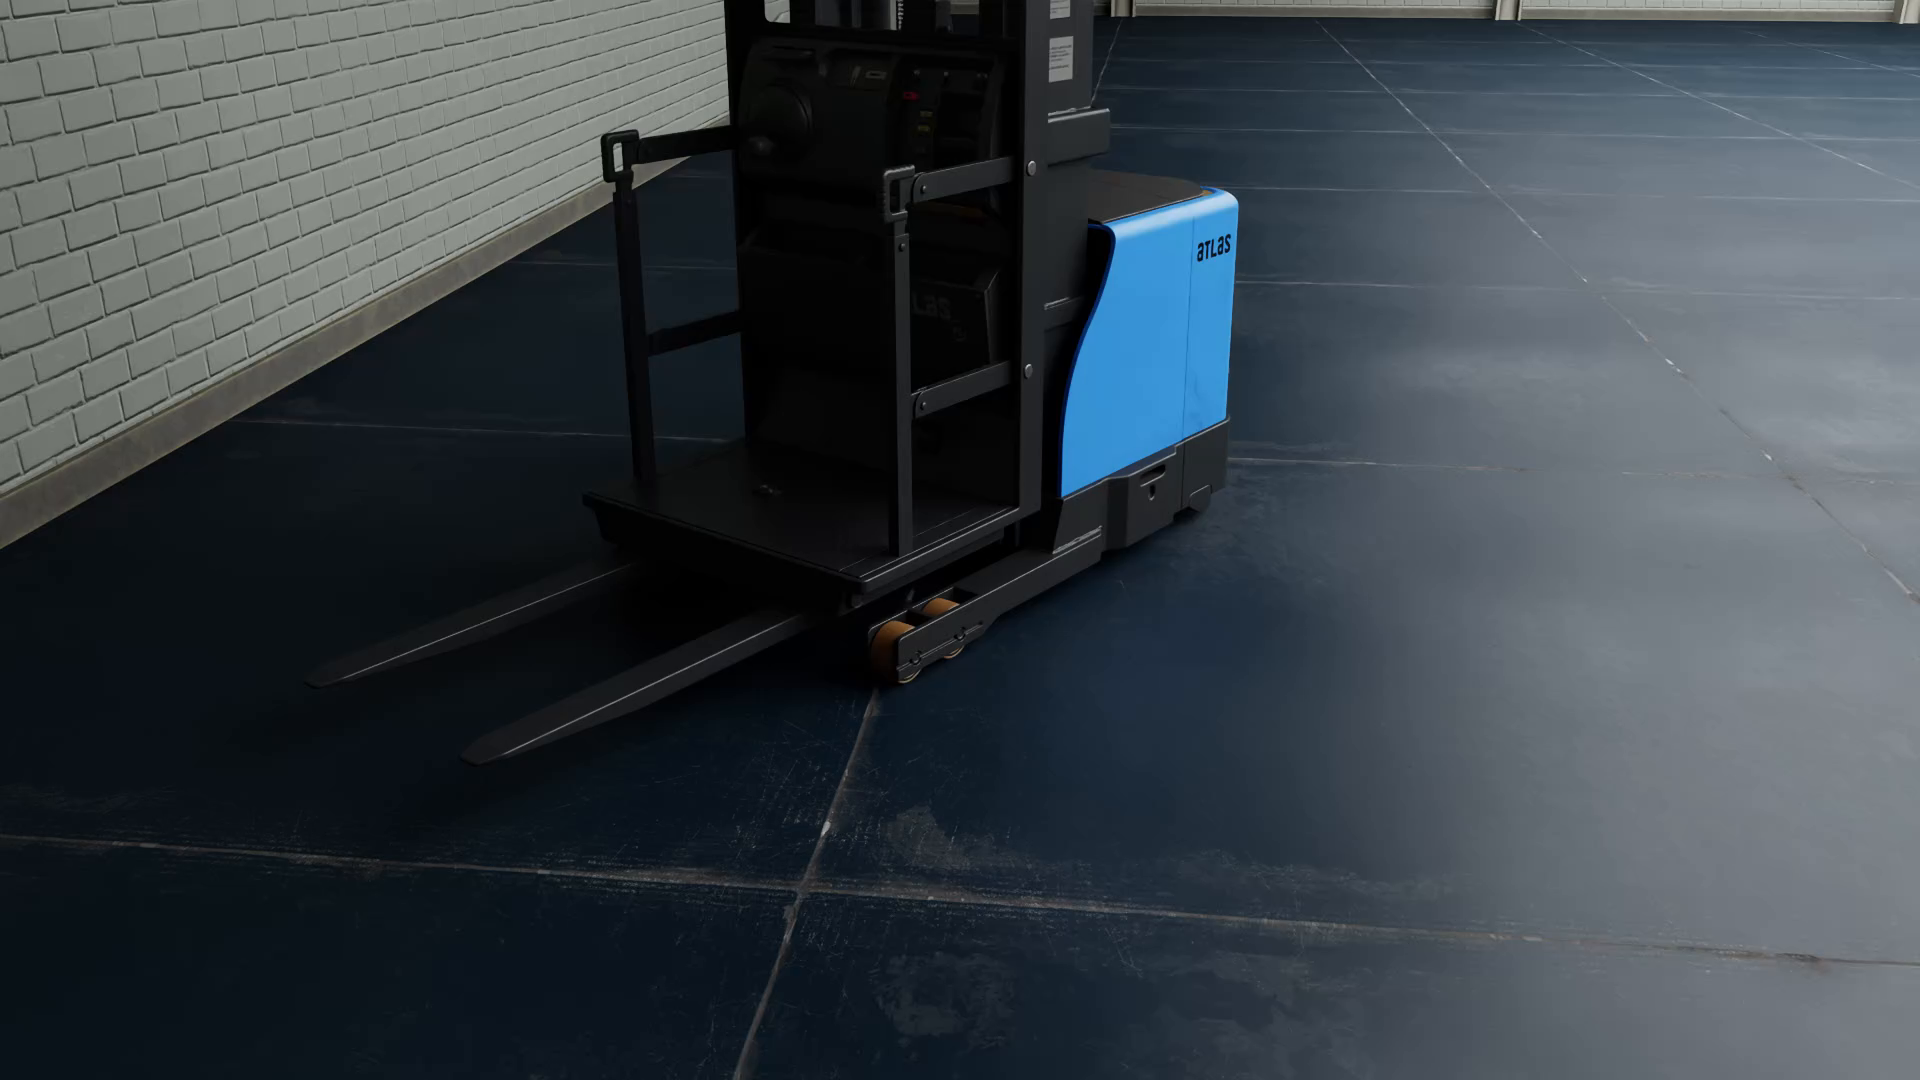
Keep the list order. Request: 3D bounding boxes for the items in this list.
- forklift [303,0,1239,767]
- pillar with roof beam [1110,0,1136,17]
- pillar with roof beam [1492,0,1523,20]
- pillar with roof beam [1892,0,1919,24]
[{"bbox_3d":[-0.383,-1.183,4.444,1.130,2.935,3.031,16,27,35],"label":"forklift"},{"bbox_3d":[2.124,-11.062,21.179,0.400,9.000,9.100,2,22,6],"label":"pillar with roof beam"},{"bbox_3d":[8.083,-10.802,20.523,0.400,9.000,9.100,2,22,6],"label":"pillar with roof beam"},{"bbox_3d":[14.041,-10.542,19.866,0.400,9.000,9.100,2,22,6],"label":"pillar with roof beam"}]
